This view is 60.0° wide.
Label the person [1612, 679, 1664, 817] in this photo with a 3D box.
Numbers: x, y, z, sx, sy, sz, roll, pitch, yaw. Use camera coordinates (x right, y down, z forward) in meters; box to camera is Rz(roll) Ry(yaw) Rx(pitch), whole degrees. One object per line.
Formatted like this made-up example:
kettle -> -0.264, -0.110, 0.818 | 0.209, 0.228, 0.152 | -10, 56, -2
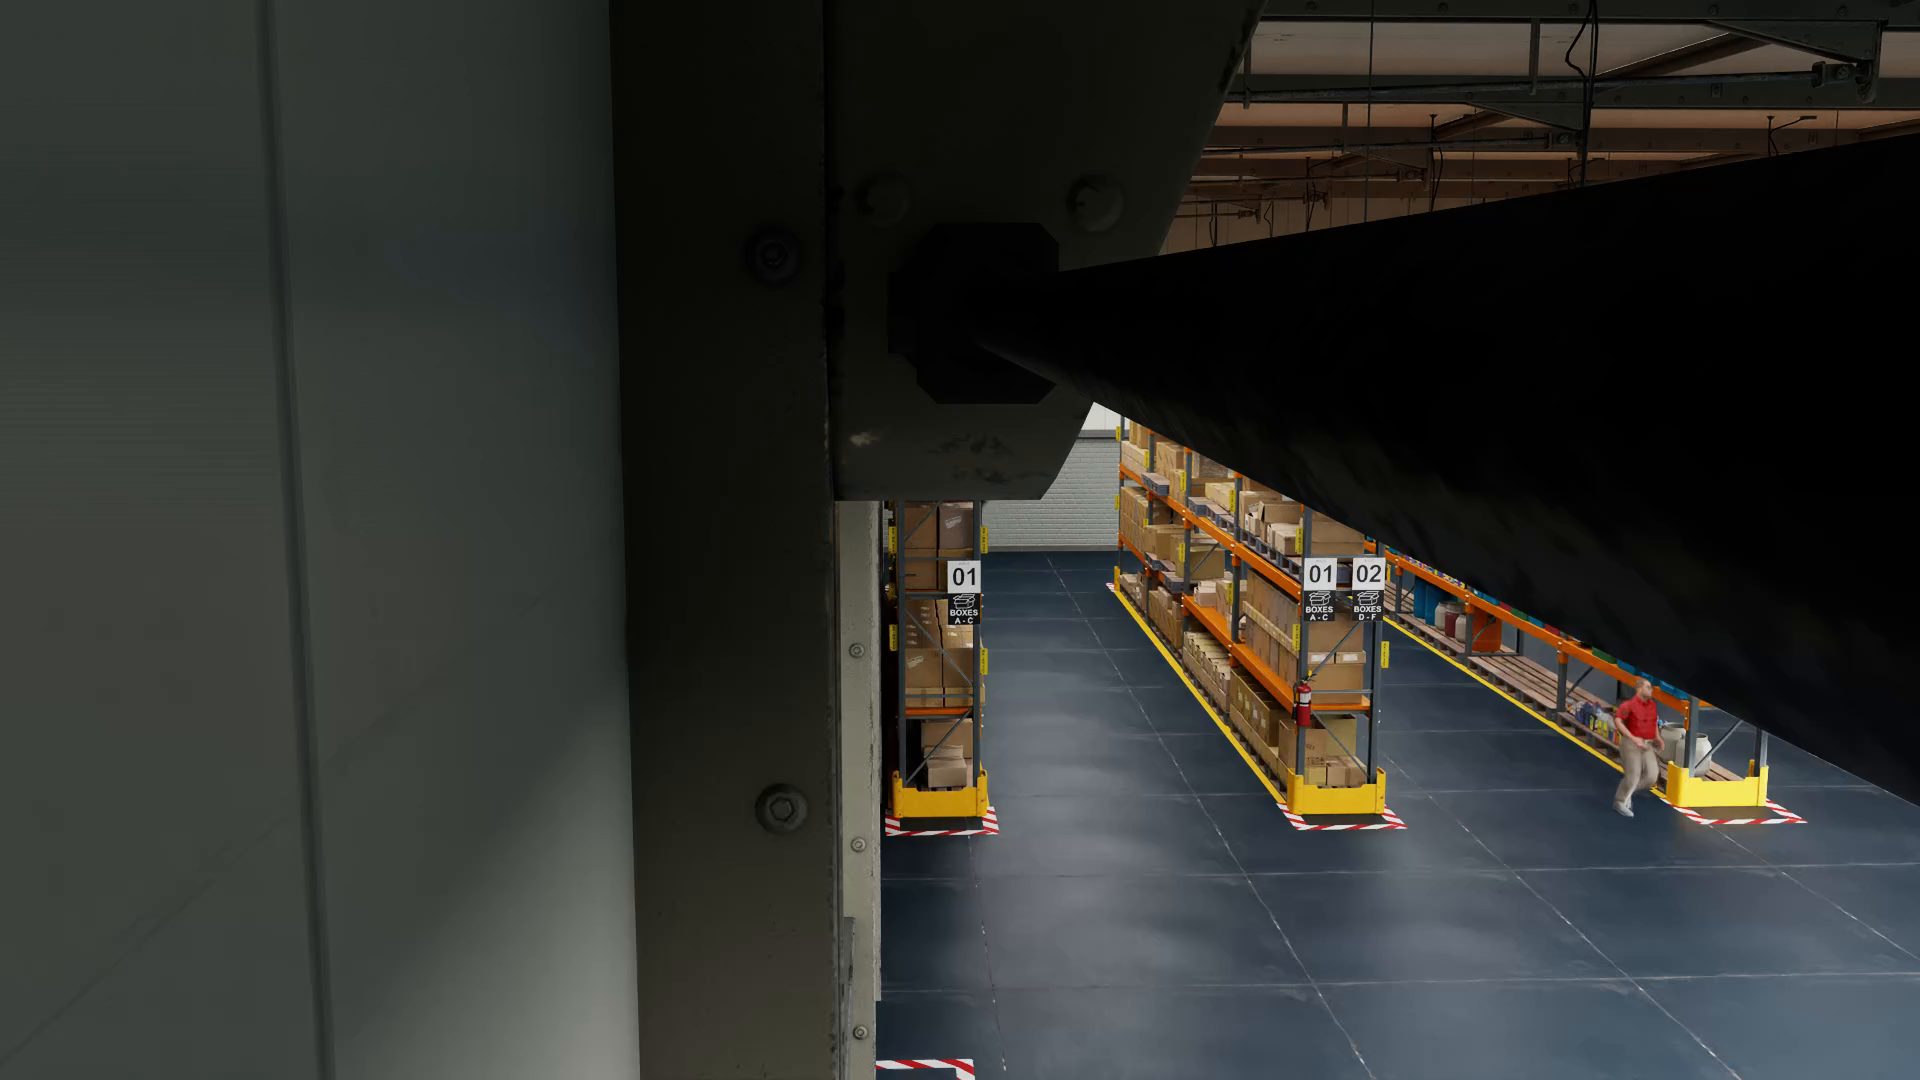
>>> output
person -> 8.424, 2.563, 20.557 | 0.735, 1.680, 0.497 | -4, 9, -24
